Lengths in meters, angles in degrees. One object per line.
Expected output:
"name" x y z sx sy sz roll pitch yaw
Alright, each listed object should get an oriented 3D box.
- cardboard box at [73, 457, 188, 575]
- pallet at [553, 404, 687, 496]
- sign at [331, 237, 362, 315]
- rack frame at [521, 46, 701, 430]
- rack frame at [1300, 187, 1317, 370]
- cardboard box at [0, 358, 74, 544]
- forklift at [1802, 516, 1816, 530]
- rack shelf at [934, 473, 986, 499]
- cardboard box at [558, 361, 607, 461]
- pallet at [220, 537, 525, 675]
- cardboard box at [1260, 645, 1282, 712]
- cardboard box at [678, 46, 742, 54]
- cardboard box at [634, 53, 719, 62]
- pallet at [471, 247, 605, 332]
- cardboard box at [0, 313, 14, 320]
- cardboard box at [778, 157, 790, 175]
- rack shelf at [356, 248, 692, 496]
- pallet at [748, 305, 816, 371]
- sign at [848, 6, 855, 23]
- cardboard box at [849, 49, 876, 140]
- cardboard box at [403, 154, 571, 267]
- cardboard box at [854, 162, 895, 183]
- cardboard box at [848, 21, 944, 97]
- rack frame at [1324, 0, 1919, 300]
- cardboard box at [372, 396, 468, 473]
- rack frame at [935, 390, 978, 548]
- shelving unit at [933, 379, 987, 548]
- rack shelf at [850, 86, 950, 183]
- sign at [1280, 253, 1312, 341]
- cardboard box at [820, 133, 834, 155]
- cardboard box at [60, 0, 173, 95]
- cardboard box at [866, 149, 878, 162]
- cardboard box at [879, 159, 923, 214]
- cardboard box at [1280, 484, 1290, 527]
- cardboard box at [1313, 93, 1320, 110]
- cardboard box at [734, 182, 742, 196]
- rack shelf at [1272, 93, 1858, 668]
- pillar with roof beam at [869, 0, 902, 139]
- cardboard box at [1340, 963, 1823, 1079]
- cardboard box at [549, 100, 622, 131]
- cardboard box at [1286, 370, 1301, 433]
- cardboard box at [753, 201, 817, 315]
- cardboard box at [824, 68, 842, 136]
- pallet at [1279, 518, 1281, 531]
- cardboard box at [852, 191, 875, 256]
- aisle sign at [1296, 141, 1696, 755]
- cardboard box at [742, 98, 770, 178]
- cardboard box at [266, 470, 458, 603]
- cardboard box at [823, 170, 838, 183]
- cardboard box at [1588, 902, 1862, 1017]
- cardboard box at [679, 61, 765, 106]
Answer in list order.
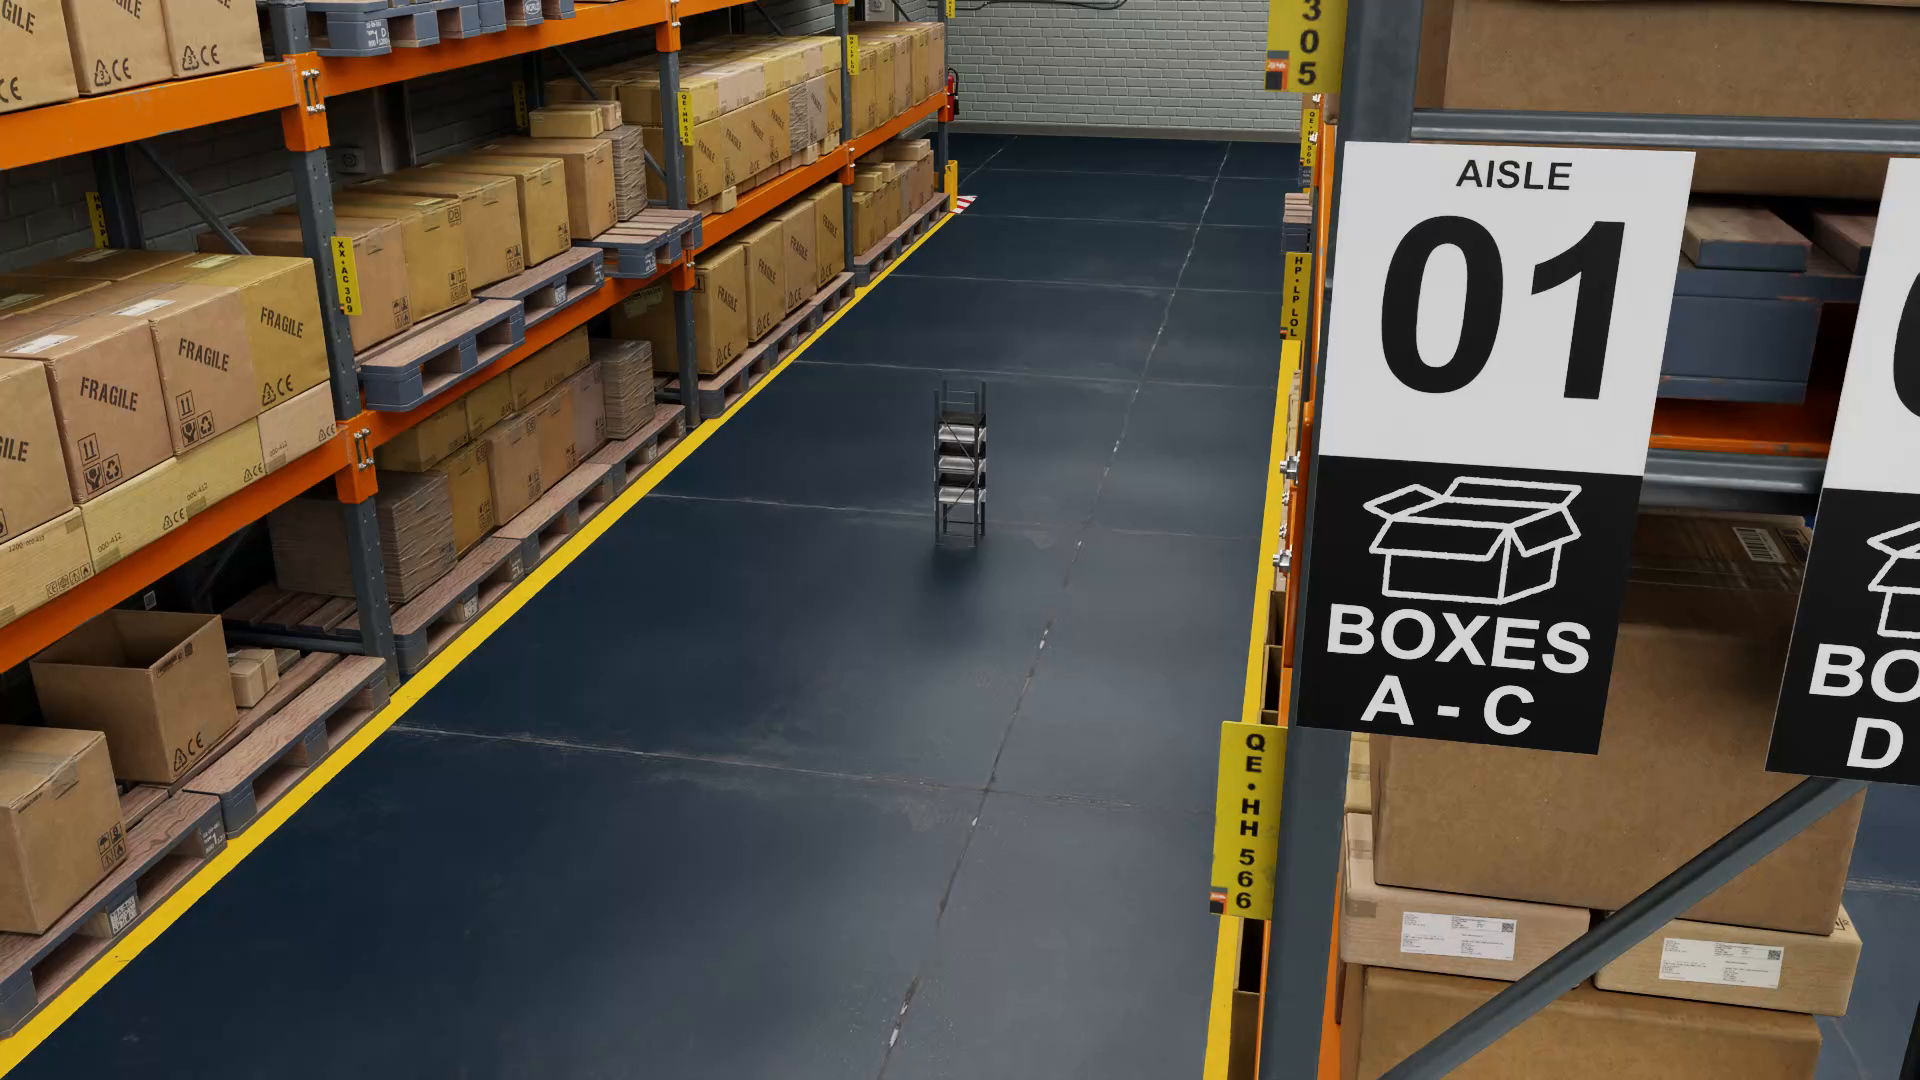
"cardboard box" -3.077 -0.107 5.778 0.500 0.250 0.500 4 22 11
"pallet" -2.425 -0.614 10.596 1.003 0.211 1.213 4 22 11
"sign" -2.547 -1.093 6.894 0.100 0.325 0.005 4 22 11
"rack frame" -2.264 -2.193 10.784 1.000 3.000 0.127 4 22 11
"rack frame" 2.586 -1.817 9.850 1.000 3.000 0.127 4 22 11
"cardboard box" -3.189 -0.265 5.166 0.500 0.500 0.500 5 23 13
"forklift" 4.998 -1.335 8.745 1.130 2.935 3.031 6 23 13
"rack shelf" 0.002 -0.306 9.239 0.258 0.077 0.200 4 22 11
"cardboard box" -2.579 -0.791 10.060 0.700 0.500 0.500 4 22 11
"pallet" -2.923 0.278 8.380 1.003 0.211 1.213 4 22 11
"cardboard box" 1.275 0.708 5.695 0.500 0.500 0.500 4 22 11
"cardboard box" -1.994 -3.674 12.898 0.500 0.250 0.500 4 22 9
"cardboard box" -2.105 -3.483 12.424 0.500 0.250 0.500 4 22 10
"pallet" -2.628 -1.377 9.015 1.003 0.211 1.213 4 22 11
"cardboard box" -3.597 -0.491 5.728 0.500 0.500 0.500 5 22 12
"cardboard box" -1.542 -2.942 12.954 0.380 0.149 0.250 4 22 9
"rack shelf" -2.672 -1.128 9.102 1.077 0.370 4.000 4 22 11
"pallet" -1.778 -1.627 13.111 1.003 0.211 1.213 4 22 11
"sign" -1.174 -5.602 17.983 0.100 0.325 0.005 4 22 11
"cardboard box" -1.321 -3.992 14.850 0.980 0.700 0.700 5 22 12
"cardboard box" -2.583 -1.814 9.119 0.700 0.500 0.500 4 22 11
"cardboard box" -0.840 -3.560 16.094 0.380 0.149 0.250 4 22 9
"cardboard box" -0.726 -5.071 17.528 0.980 0.700 0.700 5 23 13
"rack frame" 0.954 -1.674 1.465 1.000 3.000 0.127 4 22 11
"cardboard box" -2.860 -0.555 8.469 0.500 0.250 0.500 4 22 10
"rack frame" -0.019 -0.383 9.101 0.240 0.900 0.006 4 22 11
"shelving unit" 0.002 -0.420 9.193 0.258 0.900 0.210 4 22 11
"rack shelf" -1.040 -4.054 16.367 1.077 0.370 4.000 4 22 11
"sign" 1.237 -0.892 6.110 0.100 0.325 0.005 4 22 11
"cardboard box" -1.268 -3.310 13.866 0.380 0.149 0.250 5 22 12
"cardboard box" -3.057 -1.790 5.607 0.500 0.500 0.500 3 22 6
"cardboard box" -1.052 -3.883 16.895 0.380 0.149 0.250 5 22 12
"cardboard box" -0.779 -3.708 17.328 0.700 0.500 0.500 4 22 11
"cardboard box" 1.776 -0.077 7.897 0.500 0.311 0.500 4 22 11
"cardboard box" 3.009 -3.109 12.361 0.700 0.500 0.500 8 23 19
"cardboard box" -1.798 -2.568 12.024 0.380 0.149 0.250 5 22 12
"rack shelf" 1.362 -0.680 3.976 1.077 0.370 4.000 4 22 11
"pillar with roof beam" 3.287 -8.627 18.729 9.100 9.000 0.400 4 22 11
"cardboard box" 1.062 0.893 2.988 0.700 0.500 0.500 4 22 11
"cardboard box" -2.305 -2.616 10.243 0.380 0.149 0.250 2 22 4
"cardboard box" 2.192 -0.827 9.760 0.500 0.311 0.500 5 23 13
"cardboard box" -1.632 -2.281 13.317 0.750 0.750 0.750 5 23 13
"cardboard box" -1.295 -3.662 13.872 0.500 0.500 0.500 4 22 10
"pallet" 2.129 0.219 8.526 1.003 0.211 1.213 4 22 11
"cardboard box" -1.195 -2.957 15.465 0.700 0.500 0.500 5 22 12
"aisle sign" 0.653 -0.095 2.096 0.394 0.787 0.004 4 22 11
"cardboard box" -1.696 -2.917 12.023 0.500 0.500 0.500 4 22 11
"cardboard box" -2.946 -0.045 8.208 0.700 0.500 0.500 5 23 13
"cardboard box" -1.260 -3.509 15.968 0.380 0.149 0.250 4 22 9
"cardboard box" 1.245 0.634 2.761 0.380 0.149 0.250 4 22 11
"cardboard box" -1.712 -3.261 11.873 0.500 0.250 0.500 5 22 11
